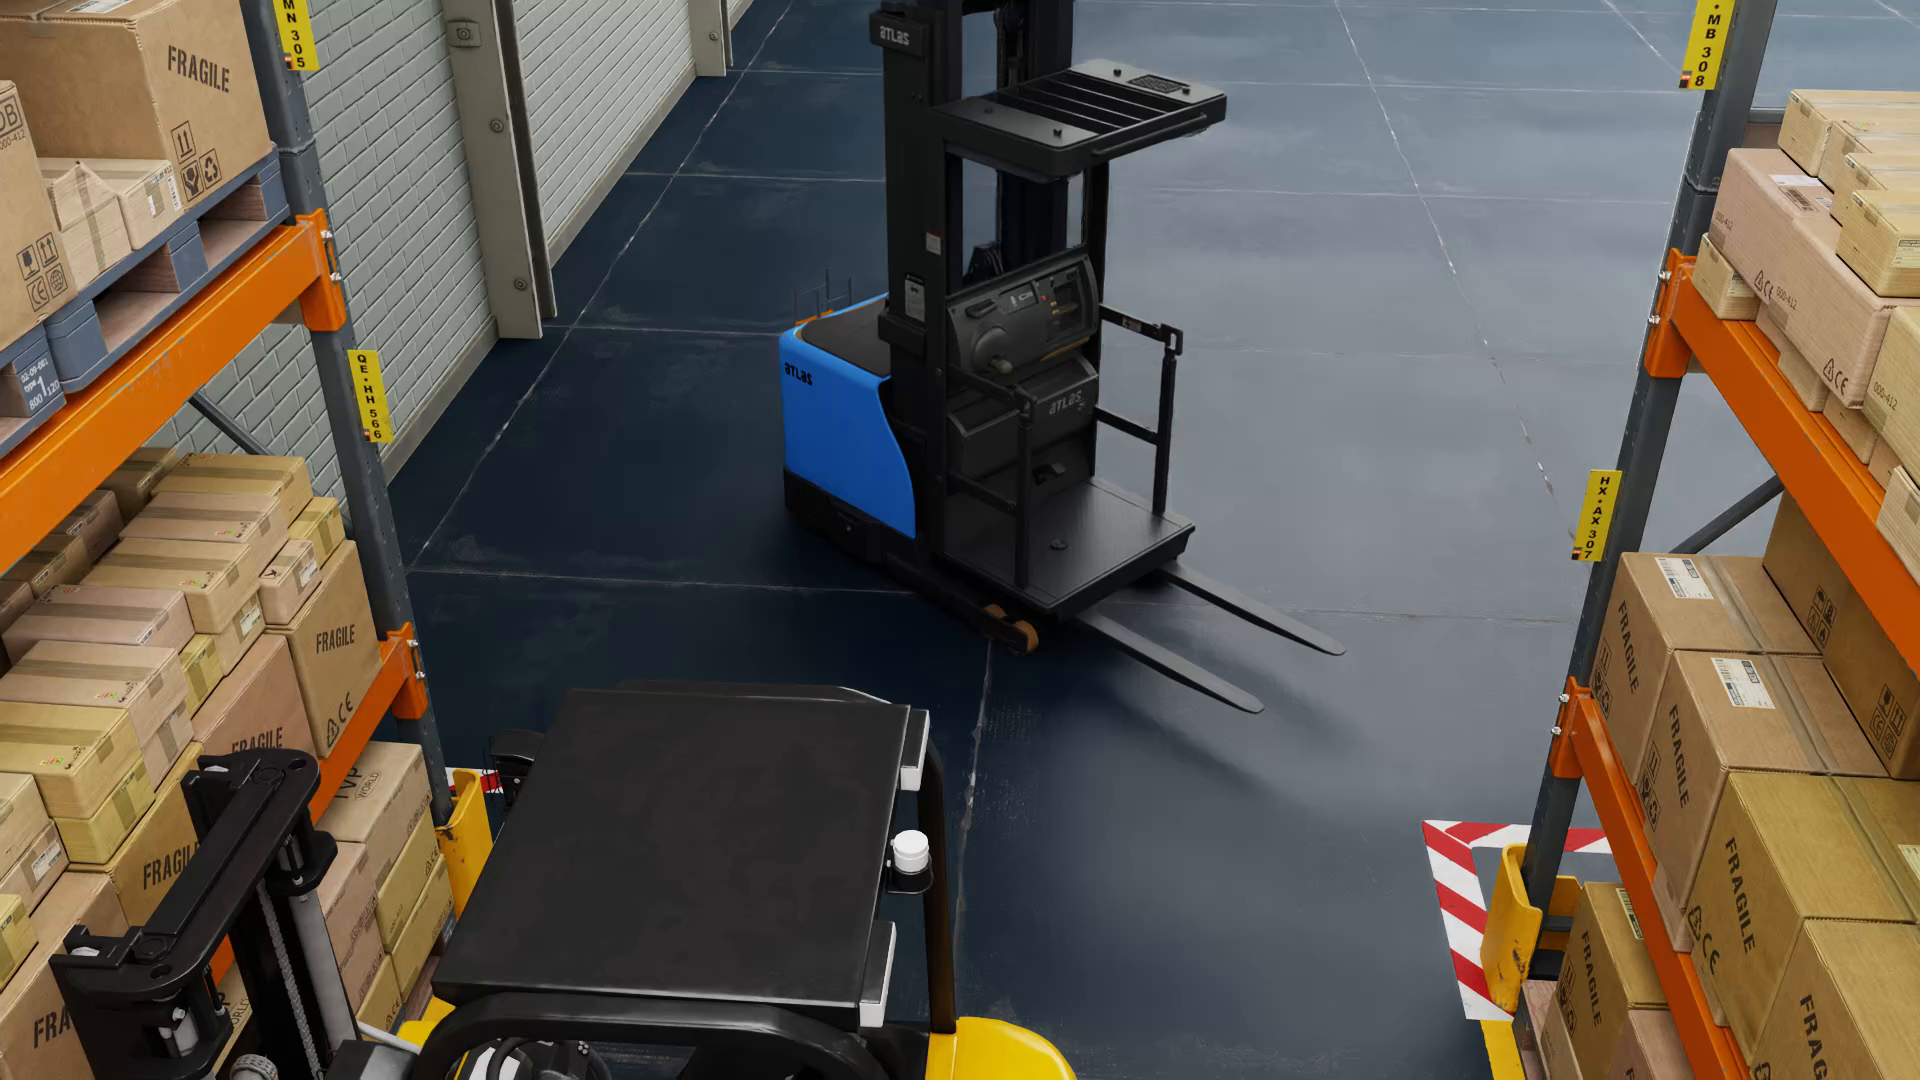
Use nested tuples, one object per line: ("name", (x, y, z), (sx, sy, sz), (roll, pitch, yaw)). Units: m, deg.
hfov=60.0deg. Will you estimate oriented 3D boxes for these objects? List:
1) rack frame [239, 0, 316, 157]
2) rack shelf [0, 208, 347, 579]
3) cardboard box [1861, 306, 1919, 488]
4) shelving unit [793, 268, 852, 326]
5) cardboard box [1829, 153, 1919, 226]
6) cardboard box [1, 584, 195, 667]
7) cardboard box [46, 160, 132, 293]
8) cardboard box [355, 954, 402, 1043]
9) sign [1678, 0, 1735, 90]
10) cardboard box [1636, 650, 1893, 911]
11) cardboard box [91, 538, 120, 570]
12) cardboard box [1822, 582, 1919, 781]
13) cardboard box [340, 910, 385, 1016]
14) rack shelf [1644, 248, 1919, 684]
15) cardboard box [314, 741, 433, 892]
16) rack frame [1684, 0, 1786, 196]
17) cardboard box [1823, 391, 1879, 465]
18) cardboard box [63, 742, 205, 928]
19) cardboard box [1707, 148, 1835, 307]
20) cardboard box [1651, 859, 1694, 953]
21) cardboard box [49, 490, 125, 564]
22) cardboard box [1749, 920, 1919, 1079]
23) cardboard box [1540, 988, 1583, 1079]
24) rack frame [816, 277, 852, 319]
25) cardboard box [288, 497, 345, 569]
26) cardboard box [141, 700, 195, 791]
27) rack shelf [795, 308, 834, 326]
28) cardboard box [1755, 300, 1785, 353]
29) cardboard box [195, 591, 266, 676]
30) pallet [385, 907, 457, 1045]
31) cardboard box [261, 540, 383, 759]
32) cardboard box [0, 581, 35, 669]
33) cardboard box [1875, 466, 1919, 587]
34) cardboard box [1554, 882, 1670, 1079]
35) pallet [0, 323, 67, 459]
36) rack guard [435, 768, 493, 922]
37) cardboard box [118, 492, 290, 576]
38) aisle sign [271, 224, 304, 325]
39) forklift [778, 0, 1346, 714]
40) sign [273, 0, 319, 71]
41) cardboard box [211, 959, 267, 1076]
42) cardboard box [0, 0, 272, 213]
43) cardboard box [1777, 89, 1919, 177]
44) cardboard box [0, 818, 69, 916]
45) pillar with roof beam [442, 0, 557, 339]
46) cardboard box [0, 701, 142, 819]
("rack frame", (-2.420, -2.446, 4.142), (1.000, 3.000, 0.127), (2, 32, 4))
("rack shelf", (-2.582, 0.183, 3.421), (1.077, 0.370, 4.000), (2, 32, 4))
("cardboard box", (2.153, -0.236, 3.275), (0.500, 0.250, 0.500), (3, 32, 5))
("shelving unit", (-0.719, -0.852, 8.989), (0.258, 1.200, 0.189), (-27, 41, -36))
("cardboard box", (2.209, -0.754, 3.735), (0.380, 0.149, 0.250), (2, 32, 4))
("cardboard box", (-2.316, 0.254, 4.482), (0.380, 0.149, 0.250), (3, 32, 4))
("cardboard box", (-2.205, -0.755, 3.889), (0.396, 0.266, 0.258), (3, 32, 4))
("cardboard box", (-2.193, 1.618, 5.486), (0.500, 0.250, 0.500), (2, 32, 4))
("sign", (1.987, -1.354, 4.397), (0.100, 0.325, 0.005), (2, 32, 4))
("cardboard box", (2.174, 0.655, 4.449), (0.500, 0.500, 0.500), (3, 32, 5))
("cardboard box", (-2.662, 0.087, 5.036), (0.380, 0.149, 0.250), (2, 32, 4))
("cardboard box", (2.655, 0.264, 4.131), (0.700, 0.500, 0.500), (3, 32, 4))
("cardboard box", (-2.199, 1.416, 5.337), (0.500, 0.250, 0.500), (2, 32, 4))
("rack shelf", (2.365, 0.393, 3.080), (1.077, 0.370, 4.000), (2, 32, 4))
("cardboard box", (-2.146, 0.928, 5.653), (0.500, 0.250, 0.500), (3, 32, 6))
("rack frame", (2.528, -2.236, 3.801), (1.000, 3.000, 0.127), (2, 32, 4))
("cardboard box", (2.194, -0.284, 3.732), (0.380, 0.149, 0.250), (2, 32, 4))
("cardboard box", (-2.291, 0.873, 4.380), (0.500, 0.500, 0.500), (2, 32, 3))
("cardboard box", (2.221, -0.770, 4.141), (0.500, 0.250, 0.500), (2, 32, 3))
("cardboard box", (2.119, 0.992, 4.521), (0.380, 0.149, 0.250), (3, 32, 5))
("cardboard box", (-2.744, -0.035, 4.950), (0.380, 0.149, 0.250), (4, 32, 6))
("cardboard box", (2.100, 1.188, 3.584), (0.500, 0.500, 0.500), (2, 32, 3))
("cardboard box", (2.187, 1.720, 5.321), (0.500, 0.250, 0.500), (2, 32, 4))
("rack frame", (-0.655, -0.818, 8.933), (0.240, 1.200, 0.006), (-27, 41, -36))
("cardboard box", (-2.169, -0.018, 5.206), (0.380, 0.149, 0.250), (3, 32, 5))
("cardboard box", (-2.248, 0.521, 4.332), (0.380, 0.149, 0.250), (1, 32, 2))
("rack shelf", (-0.719, -1.121, 8.823), (0.258, 0.103, 0.180), (-27, 41, -36))
("cardboard box", (2.245, -0.552, 4.166), (0.380, 0.149, 0.250), (1, 32, 2))
("cardboard box", (-2.242, 0.250, 4.771), (0.380, 0.149, 0.250), (3, 32, 5))
("pallet", (-2.440, 1.696, 5.796), (1.003, 0.211, 1.213), (2, 32, 4))
("cardboard box", (-2.198, 0.334, 5.254), (0.500, 0.500, 0.500), (2, 32, 3))
("cardboard box", (-2.757, 0.232, 4.518), (0.380, 0.149, 0.250), (3, 32, 4))
("cardboard box", (2.076, -0.017, 3.299), (0.380, 0.149, 0.250), (3, 32, 5))
("cardboard box", (2.185, 1.413, 5.104), (0.500, 0.500, 0.500), (1, 32, 2))
("pallet", (-2.600, -0.123, 3.316), (1.003, 0.211, 1.213), (2, 32, 4))
("rack guard", (-2.418, 1.159, 6.392), (1.175, 0.500, 0.348), (2, 32, 4))
("cardboard box", (-2.228, -0.011, 4.912), (0.380, 0.149, 0.250), (3, 32, 4))
("aisle sign", (-2.121, -1.021, 5.070), (0.394, 0.787, 0.004), (2, 32, 4))
("forklift", (0.452, -1.005, 7.587), (1.130, 2.935, 3.031), (-27, 41, -36))
("sign", (-1.880, -1.482, 4.668), (0.100, 0.325, 0.005), (2, 32, 4))
("cardboard box", (-2.213, 1.459, 4.790), (0.500, 0.250, 0.500), (3, 32, 5))
("cardboard box", (-2.213, -1.191, 4.374), (0.500, 0.500, 0.500), (3, 32, 6))
("cardboard box", (2.296, -1.015, 4.158), (0.380, 0.149, 0.250), (2, 32, 4))
("cardboard box", (-2.359, 0.781, 3.910), (0.380, 0.149, 0.250), (2, 32, 4))
("pillar with roof beam", (1.405, -5.074, 8.407), (9.100, 9.000, 0.400), (2, 32, 4))
("cardboard box", (-2.243, 0.530, 4.033), (0.380, 0.149, 0.250), (3, 32, 5))
